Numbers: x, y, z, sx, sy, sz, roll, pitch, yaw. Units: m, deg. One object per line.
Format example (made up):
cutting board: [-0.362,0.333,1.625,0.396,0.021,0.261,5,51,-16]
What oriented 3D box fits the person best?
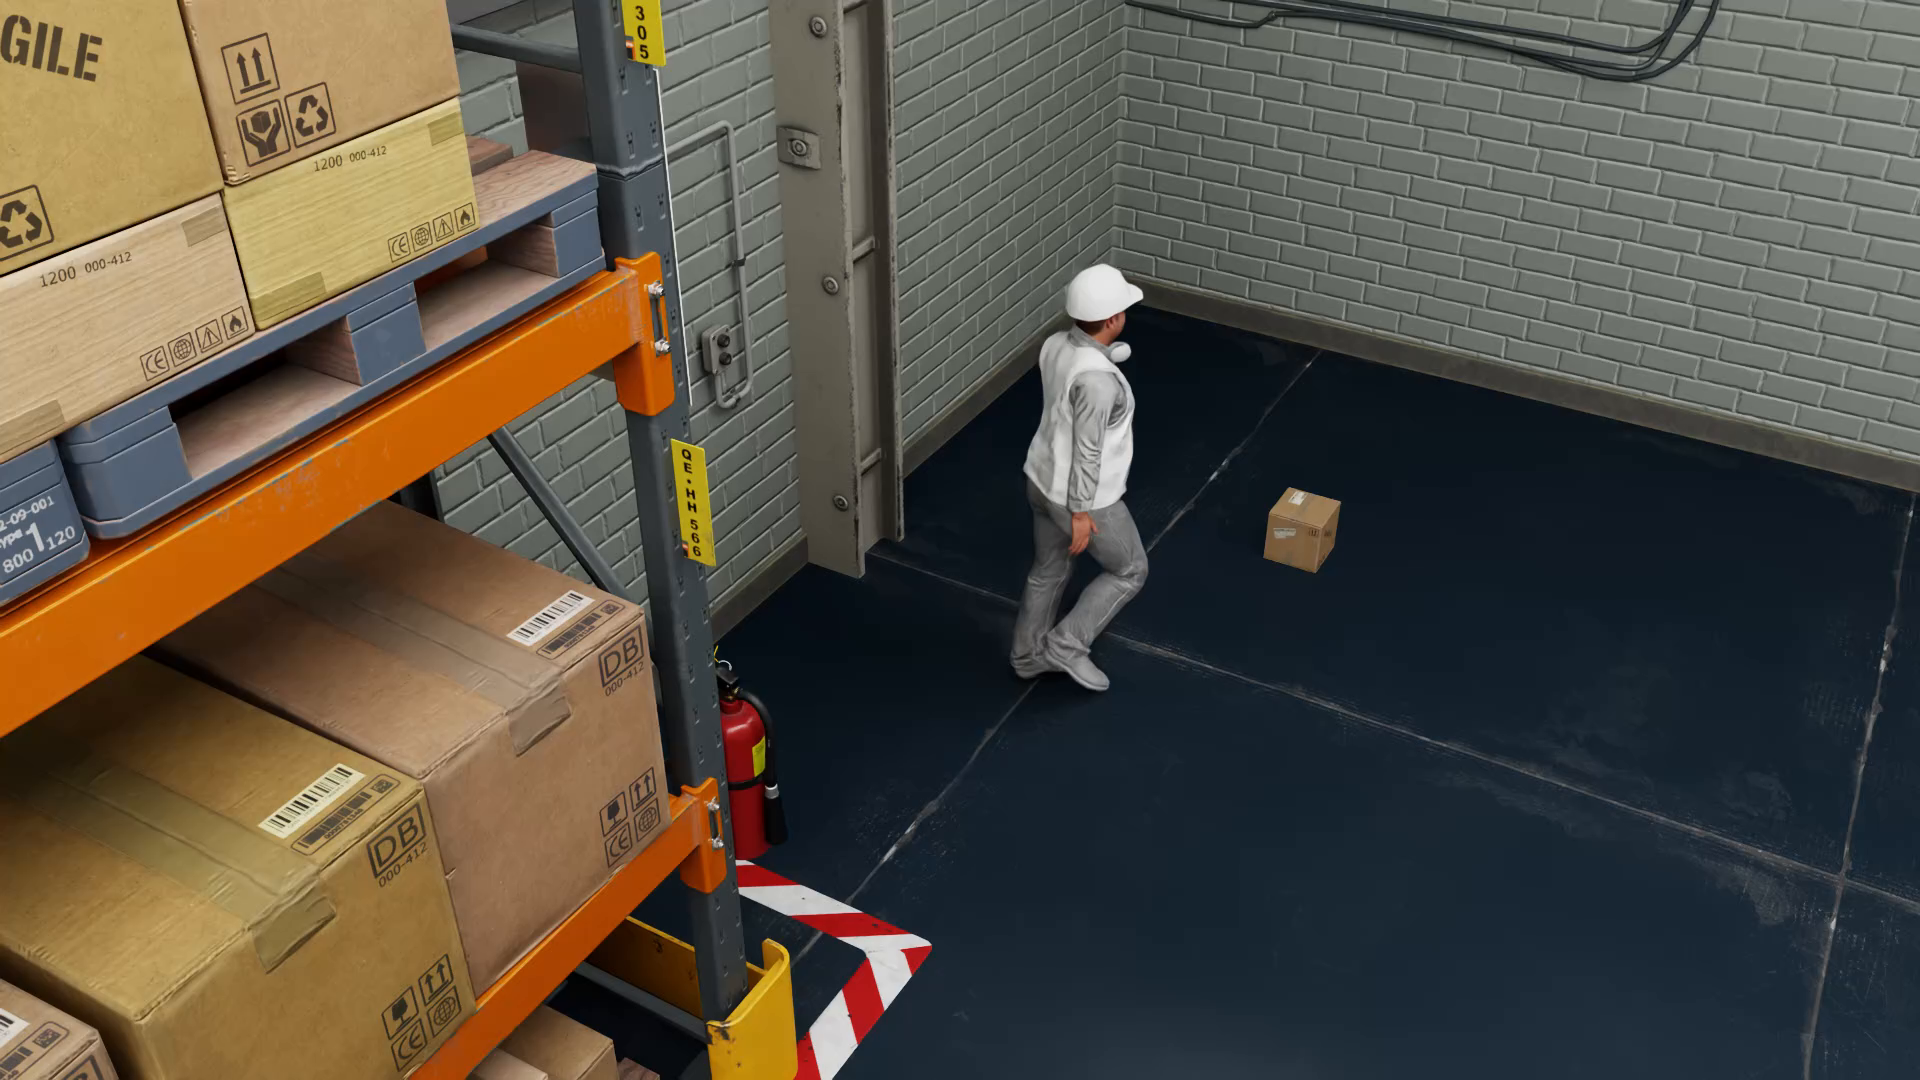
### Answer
person: [0.443,-0.222,6.417,0.514,1.758,0.566,-13,36,-18]
